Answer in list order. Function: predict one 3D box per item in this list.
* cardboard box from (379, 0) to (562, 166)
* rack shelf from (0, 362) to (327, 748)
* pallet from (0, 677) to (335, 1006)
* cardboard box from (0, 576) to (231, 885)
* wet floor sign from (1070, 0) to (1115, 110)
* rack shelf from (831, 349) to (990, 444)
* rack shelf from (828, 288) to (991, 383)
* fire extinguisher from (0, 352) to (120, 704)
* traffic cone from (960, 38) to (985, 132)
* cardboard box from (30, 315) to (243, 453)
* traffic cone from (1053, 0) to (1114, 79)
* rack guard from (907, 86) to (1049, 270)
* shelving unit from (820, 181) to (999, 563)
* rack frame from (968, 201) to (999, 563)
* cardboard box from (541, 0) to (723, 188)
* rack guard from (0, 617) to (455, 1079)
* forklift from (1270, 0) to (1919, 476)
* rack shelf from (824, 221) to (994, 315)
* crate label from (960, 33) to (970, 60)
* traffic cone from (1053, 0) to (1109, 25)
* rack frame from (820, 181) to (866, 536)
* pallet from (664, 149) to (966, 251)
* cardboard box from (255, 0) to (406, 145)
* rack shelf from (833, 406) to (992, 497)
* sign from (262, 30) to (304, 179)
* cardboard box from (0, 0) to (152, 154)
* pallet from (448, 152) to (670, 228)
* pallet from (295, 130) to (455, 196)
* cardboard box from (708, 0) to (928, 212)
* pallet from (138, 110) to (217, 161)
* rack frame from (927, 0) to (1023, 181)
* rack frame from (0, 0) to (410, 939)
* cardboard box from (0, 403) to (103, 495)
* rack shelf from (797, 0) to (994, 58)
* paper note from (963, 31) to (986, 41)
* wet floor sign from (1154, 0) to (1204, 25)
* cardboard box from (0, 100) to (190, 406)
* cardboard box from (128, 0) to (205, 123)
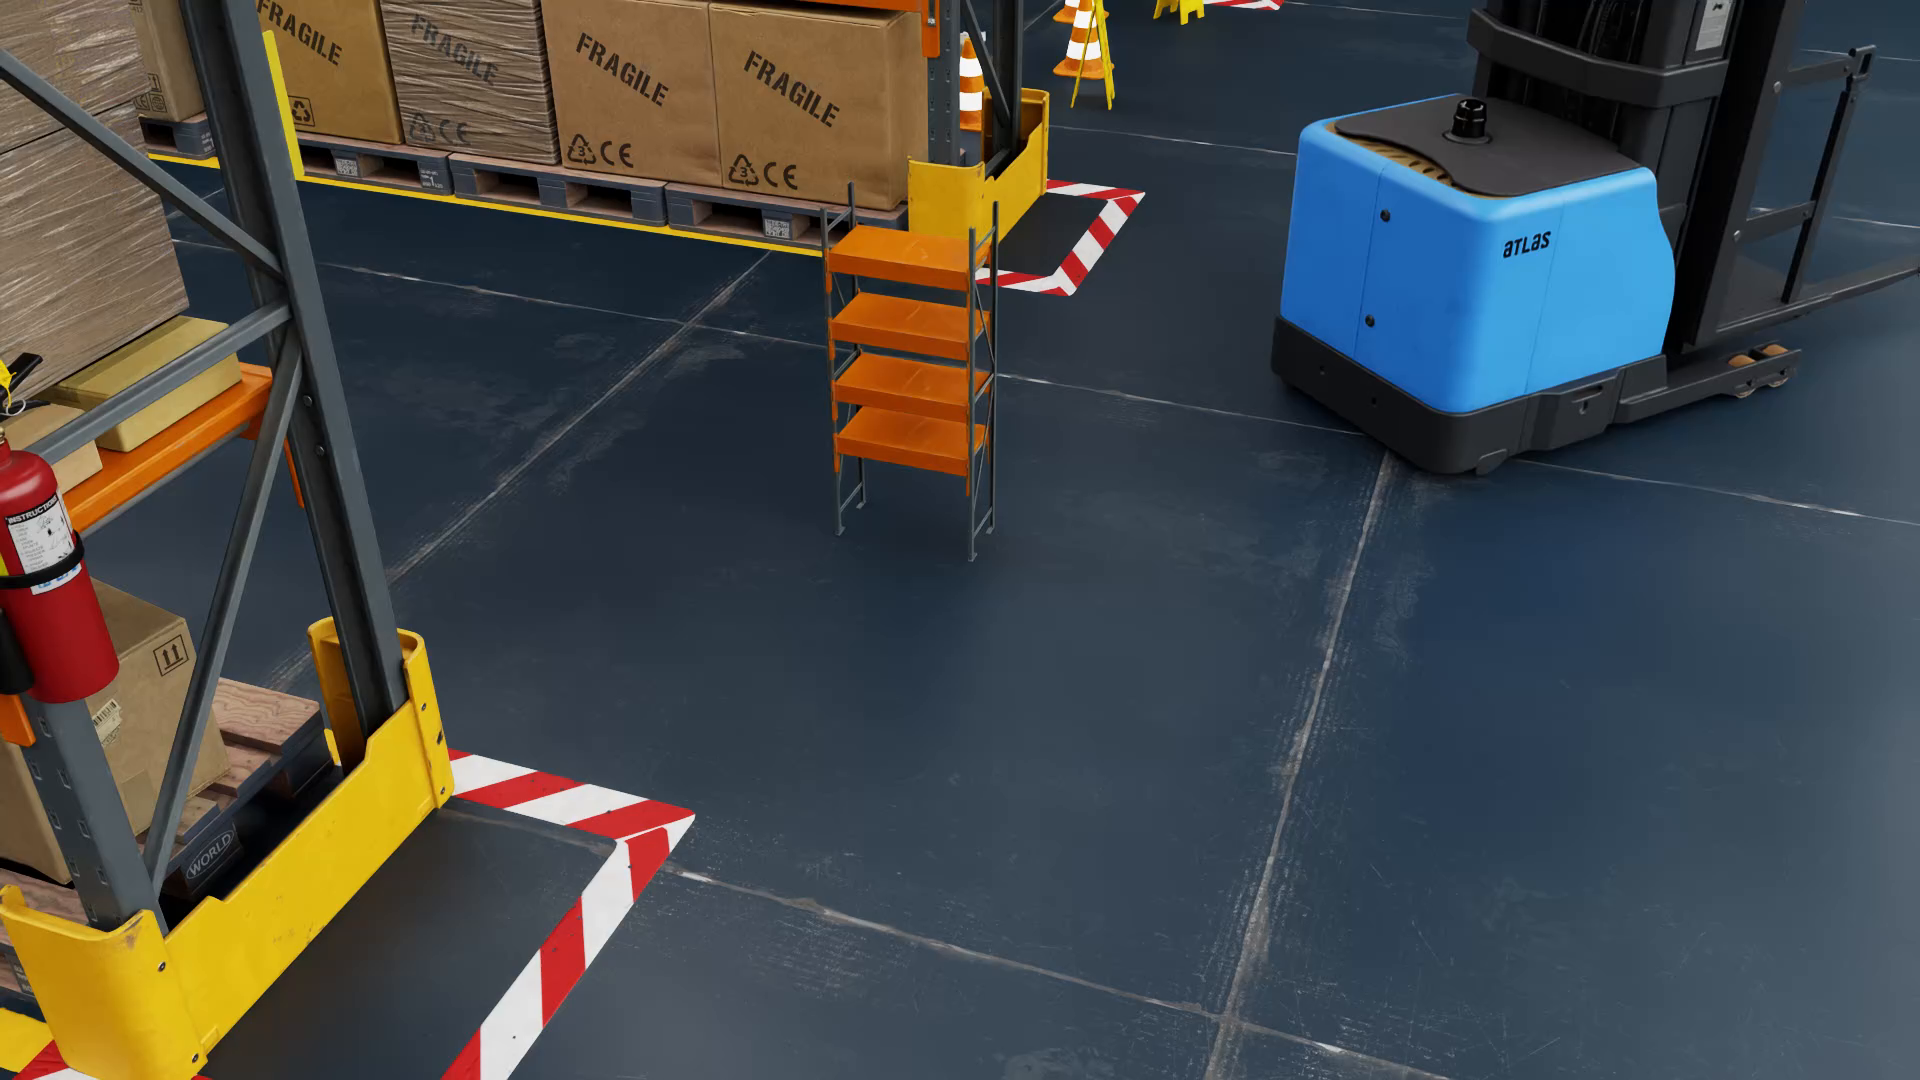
[{"bbox_3d":[-2.267,-2.516,8.453,0.875,0.875,0.875,11,35,17],"label":"cardboard box"},{"bbox_3d":[-3.571,-0.364,4.211,4.000,0.370,1.077,11,34,16],"label":"rack shelf"},{"bbox_3d":[-2.512,0.691,4.485,1.213,0.211,1.003,11,34,16],"label":"pallet"},{"bbox_3d":[-2.270,0.451,4.203,0.500,0.500,0.500,18,37,25],"label":"cardboard box"},{"bbox_3d":[0.776,-2.831,9.539,0.232,0.644,0.267,5,33,8],"label":"wet floor sign"},{"bbox_3d":[-0.156,-0.478,5.508,0.480,0.148,0.258,11,34,16],"label":"rack shelf"},{"bbox_3d":[-0.156,-0.666,5.387,0.480,0.148,0.258,11,34,16],"label":"rack shelf"},{"bbox_3d":[-1.736,-0.011,3.073,0.183,0.674,0.296,11,34,16],"label":"fire extinguisher"},{"bbox_3d":[0.060,-2.571,9.305,0.334,0.463,0.336,11,34,16],"label":"traffic cone"},{"bbox_3d":[-1.876,-0.368,3.787,0.250,0.149,0.380,11,34,16],"label":"cardboard box"},{"bbox_3d":[0.761,-3.085,10.102,0.334,0.463,0.336,11,34,16],"label":"traffic cone"},{"bbox_3d":[0.103,-1.760,8.014,0.348,0.500,1.175,11,34,16],"label":"rack guard"},{"bbox_3d":[-0.156,-0.534,5.471,0.503,1.200,0.258,11,34,16],"label":"shelving unit"},{"bbox_3d":[0.074,-0.490,5.402,0.015,1.200,0.240,11,34,16],"label":"rack frame"},{"bbox_3d":[-1.409,-2.348,8.193,0.875,0.875,0.875,10,34,16],"label":"cardboard box"},{"bbox_3d":[-1.759,0.736,4.149,0.348,0.500,1.175,11,34,16],"label":"rack guard"},{"bbox_3d":[2.790,-2.031,6.194,3.031,2.935,1.130,-17,36,-24],"label":"forklift"},{"bbox_3d":[-0.156,-0.864,5.258,0.480,0.148,0.258,11,34,16],"label":"rack shelf"},{"bbox_3d":[0.000,-3.061,10.364,0.298,0.136,0.250,-6,33,-9],"label":"crate label"},{"bbox_3d":[0.816,-3.714,11.076,0.334,0.463,0.336,11,34,16],"label":"traffic cone"},{"bbox_3d":[-0.386,-0.579,5.541,0.015,1.200,0.240,11,34,16],"label":"rack frame"},{"bbox_3d":[-0.698,-1.749,8.264,1.213,0.211,1.003,11,34,16],"label":"pallet"},{"bbox_3d":[-3.116,-2.679,8.706,0.875,0.875,0.875,12,35,17],"label":"cardboard box"},{"bbox_3d":[-0.156,-0.311,5.616,0.480,0.148,0.258,11,34,16],"label":"rack shelf"},{"bbox_3d":[-1.505,-0.941,3.643,0.005,0.325,0.100,11,34,16],"label":"sign"},{"bbox_3d":[-2.114,-1.127,3.442,0.500,0.500,0.500,11,34,16],"label":"cardboard box"},{"bbox_3d":[-1.843,-1.973,8.611,1.213,0.211,1.003,11,34,16],"label":"pallet"},{"bbox_3d":[-2.995,-2.195,8.956,1.213,0.211,1.003,11,34,16],"label":"pallet"},{"bbox_3d":[-0.580,-2.188,7.945,0.875,0.875,0.875,11,35,17],"label":"cardboard box"},{"bbox_3d":[-4.437,-2.477,9.392,1.213,0.211,1.003,11,34,16],"label":"pallet"},{"bbox_3d":[0.081,-2.814,7.343,0.127,3.000,1.000,11,34,16],"label":"rack frame"},{"bbox_3d":[-1.688,-0.300,3.449,0.127,3.000,1.000,11,34,16],"label":"rack frame"},{"bbox_3d":[-2.026,-0.141,3.435,0.250,0.149,0.380,11,34,16],"label":"cardboard box"},{"bbox_3d":[-1.802,-2.878,8.105,4.000,0.370,1.077,11,34,16],"label":"rack shelf"},{"bbox_3d":[0.094,-3.269,10.786,0.142,0.019,0.148,0,33,0],"label":"paper note"},{"bbox_3d":[1.473,-3.790,11.025,0.232,0.644,0.267,24,40,32],"label":"wet floor sign"},{"bbox_3d":[-2.196,-0.582,3.519,0.500,0.500,0.875,11,34,16],"label":"cardboard box"},{"bbox_3d":[-4.300,-2.845,9.078,0.750,0.750,1.050,11,34,16],"label":"cardboard box"}]
